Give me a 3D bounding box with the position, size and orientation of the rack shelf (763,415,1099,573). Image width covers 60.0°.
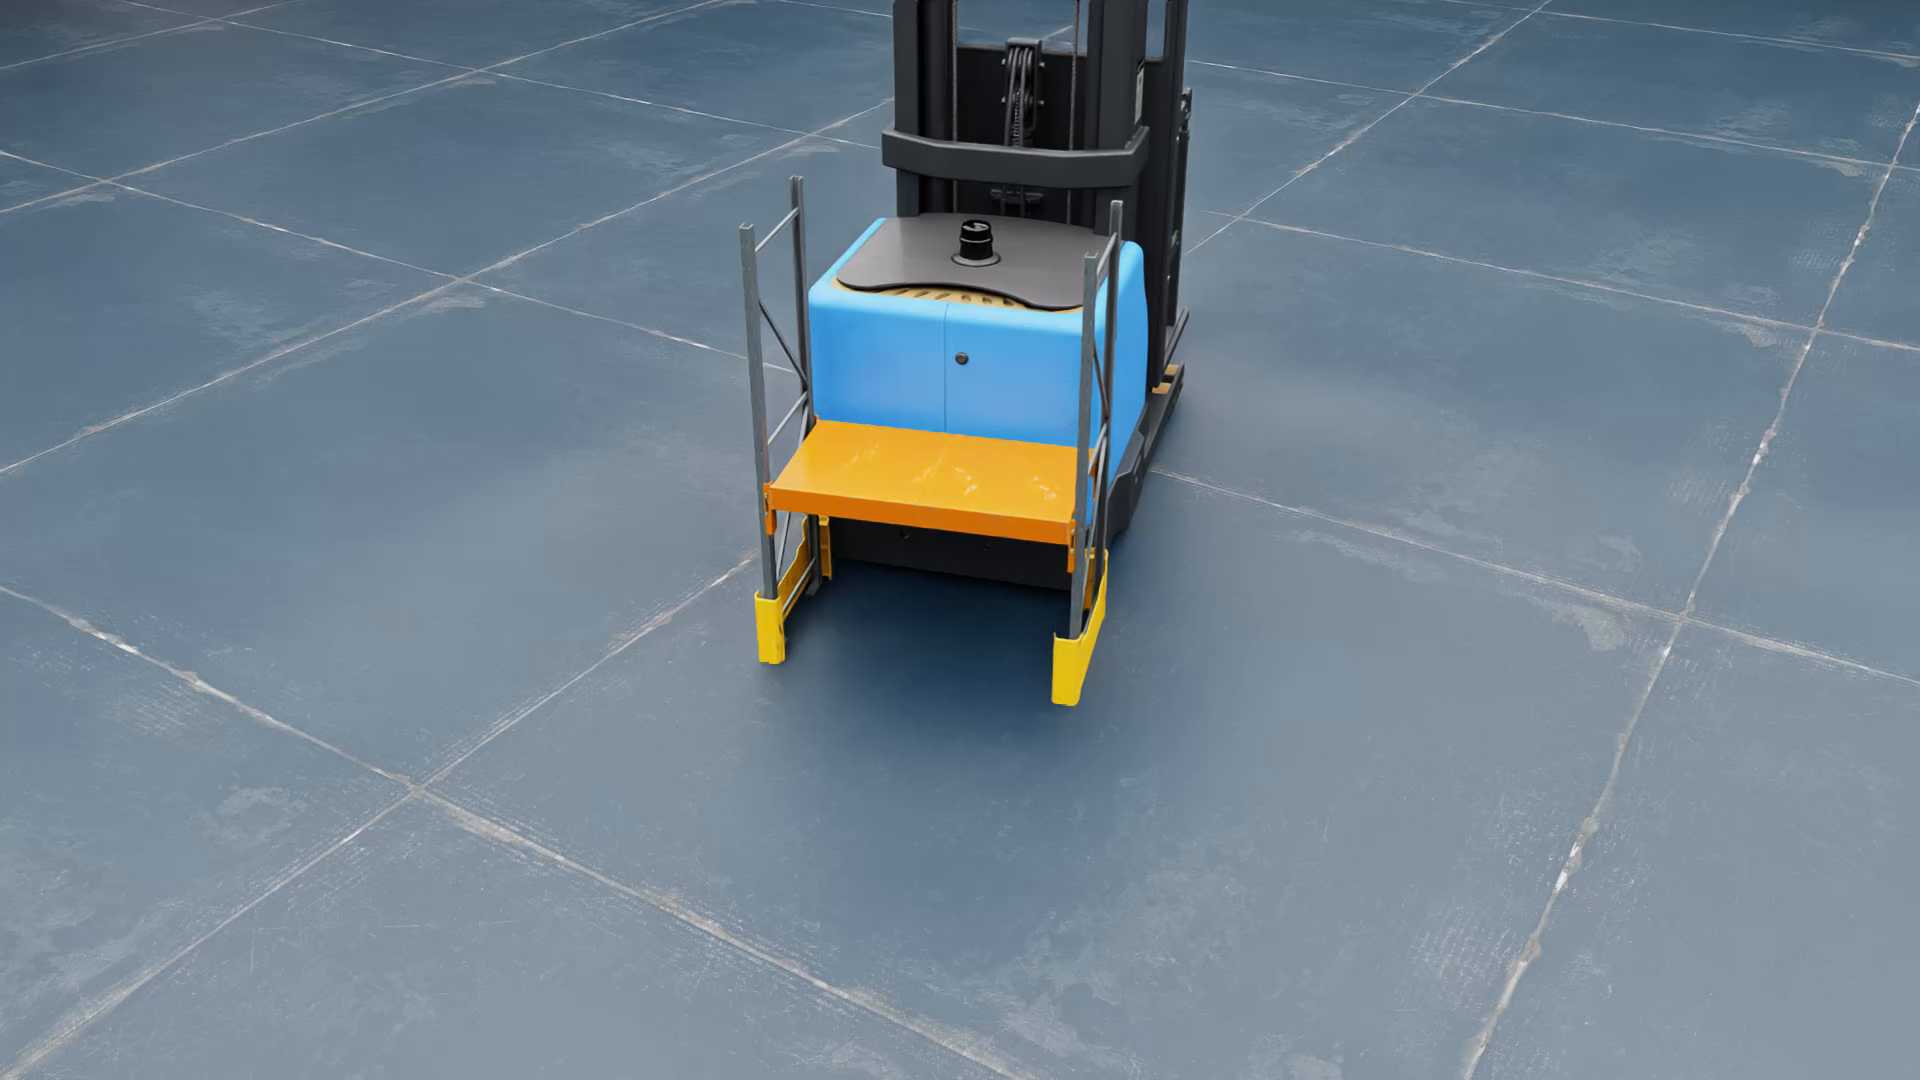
[{"bbox_3d":[-0.075,-0.163,5.398,1.000,0.185,0.538,7,31,12],"label":"rack shelf"}]

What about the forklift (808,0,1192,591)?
[{"bbox_3d":[0.357,-1.820,6.461,1.130,2.935,3.031,8,31,13],"label":"forklift"}]

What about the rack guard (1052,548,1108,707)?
[{"bbox_3d":[0.401,0.280,5.522,0.087,0.250,0.587,7,31,12],"label":"rack guard"}]

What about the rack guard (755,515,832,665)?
[{"bbox_3d":[-0.567,0.162,5.725,0.087,0.250,0.587,7,31,12],"label":"rack guard"}]

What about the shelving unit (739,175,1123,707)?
[{"bbox_3d":[-0.083,-0.319,5.309,1.083,1.500,0.587,7,31,12],"label":"shelving unit"}]

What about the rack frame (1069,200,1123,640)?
[{"bbox_3d":[0.419,-0.258,5.203,0.032,1.500,0.500,7,31,12],"label":"rack frame"}]

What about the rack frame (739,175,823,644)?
[{"bbox_3d":[-0.569,-0.378,5.410,0.032,1.500,0.500,7,31,12],"label":"rack frame"}]
